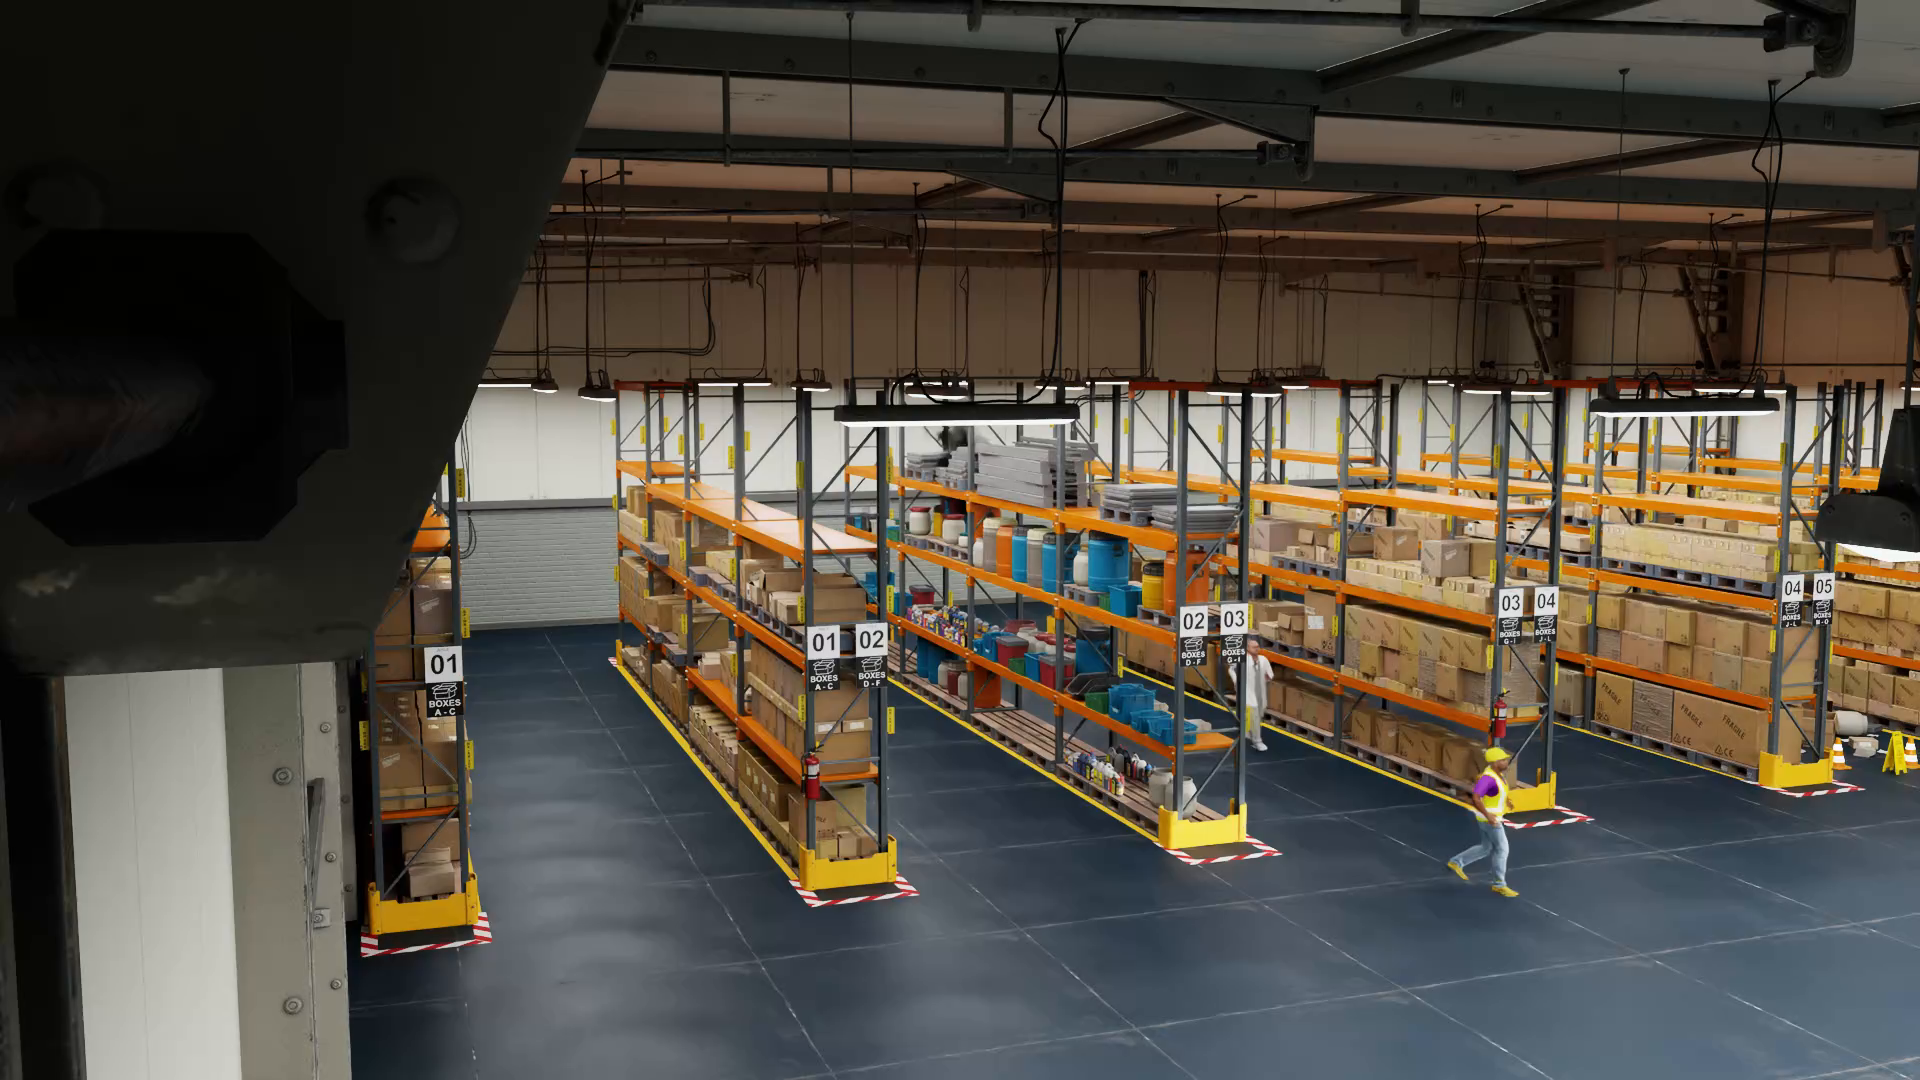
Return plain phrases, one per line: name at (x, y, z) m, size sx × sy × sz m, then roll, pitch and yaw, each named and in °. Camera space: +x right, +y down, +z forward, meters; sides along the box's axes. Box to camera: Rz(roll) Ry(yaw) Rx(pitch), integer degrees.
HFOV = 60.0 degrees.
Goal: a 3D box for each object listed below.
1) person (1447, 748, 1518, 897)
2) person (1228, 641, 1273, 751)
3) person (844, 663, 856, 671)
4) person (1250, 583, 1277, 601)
person at (6.292, 3.352, 19.948) m, size 0.833 × 1.784 × 0.695 m, roll 2°, pitch 6°, yaw 20°
person at (4.845, 2.533, 27.491) m, size 0.714 × 1.754 × 1.034 m, roll -2°, pitch 6°, yaw -20°
person at (-1.975, 2.258, 30.485) m, size 0.646 × 1.712 × 0.927 m, roll -4°, pitch 7°, yaw -32°
person at (7.564, 1.171, 41.501) m, size 0.737 × 1.610 × 0.583 m, roll -2°, pitch 7°, yaw -22°
